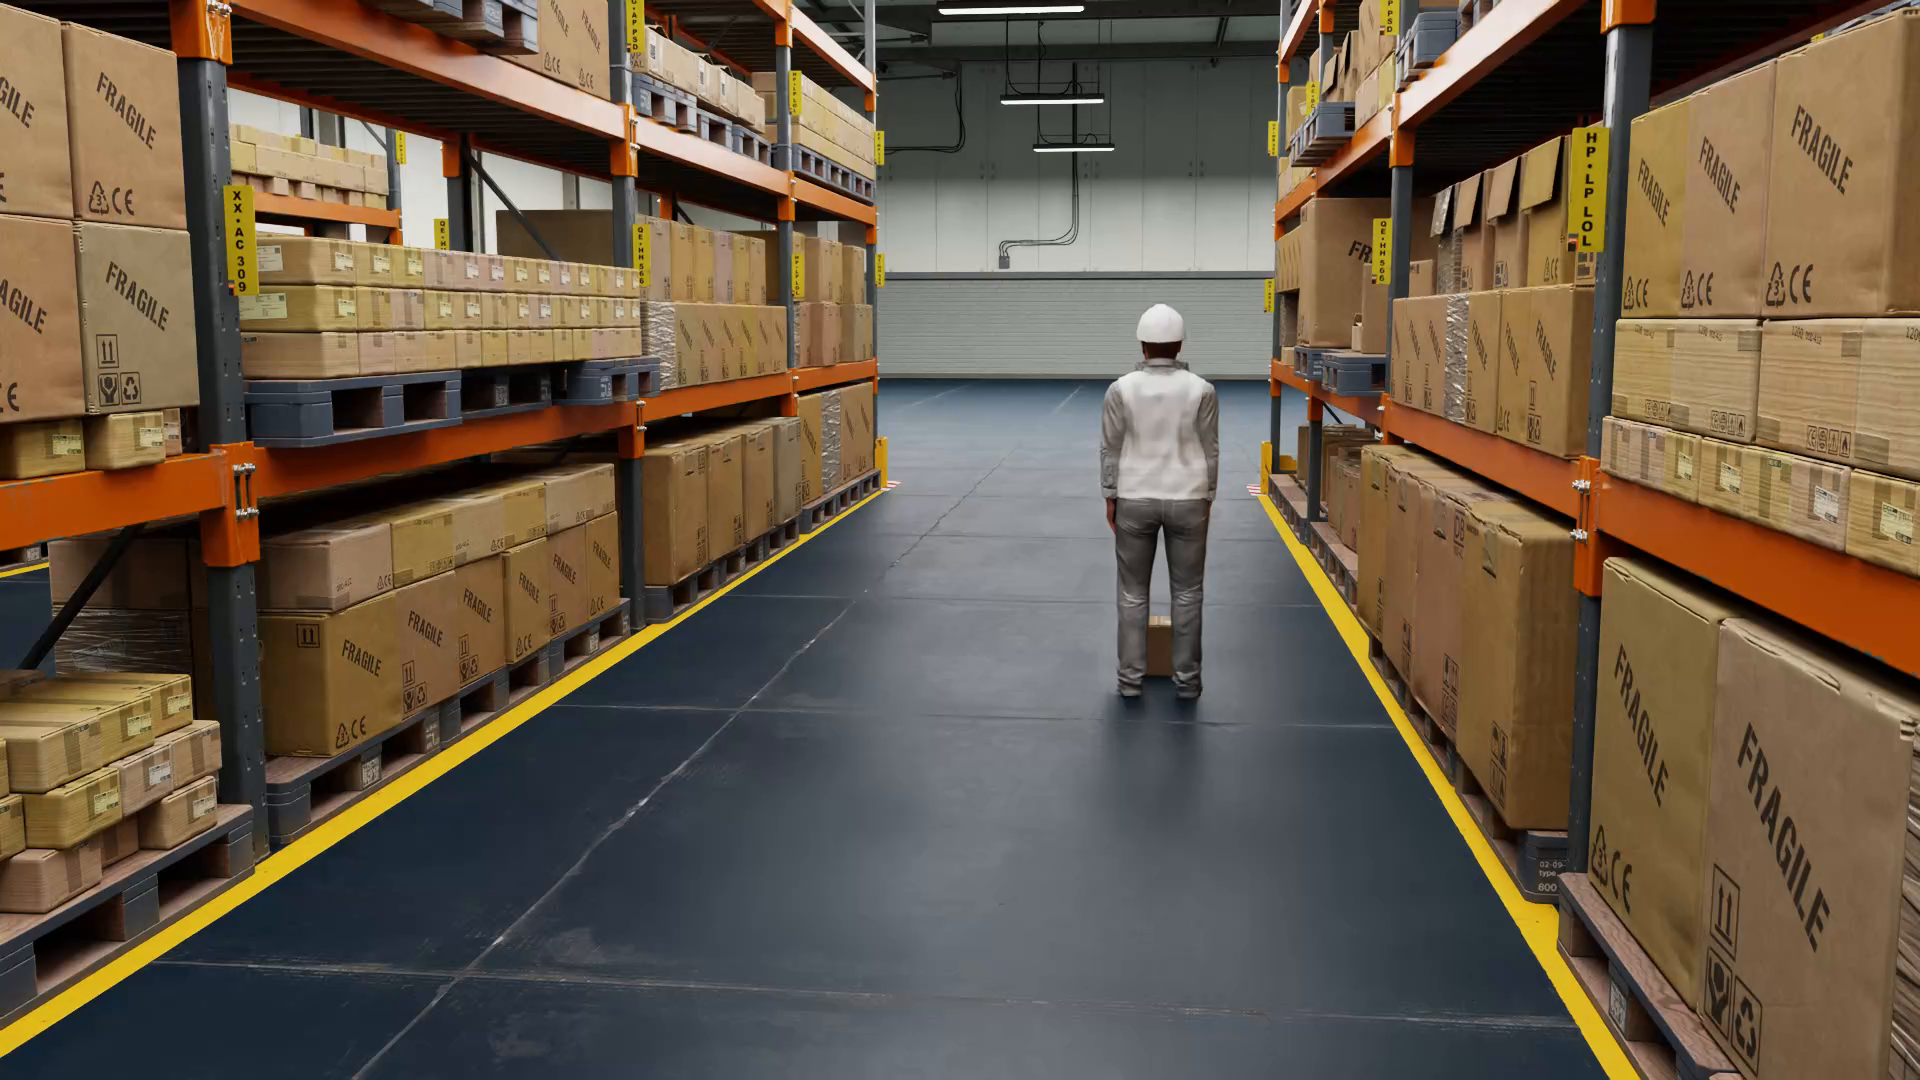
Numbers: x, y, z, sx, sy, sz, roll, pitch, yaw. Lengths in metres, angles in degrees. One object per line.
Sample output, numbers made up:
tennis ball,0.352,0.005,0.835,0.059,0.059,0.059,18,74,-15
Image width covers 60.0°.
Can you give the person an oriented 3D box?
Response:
person,0.899,-0.170,7.531,0.532,1.777,0.358,1,8,8
